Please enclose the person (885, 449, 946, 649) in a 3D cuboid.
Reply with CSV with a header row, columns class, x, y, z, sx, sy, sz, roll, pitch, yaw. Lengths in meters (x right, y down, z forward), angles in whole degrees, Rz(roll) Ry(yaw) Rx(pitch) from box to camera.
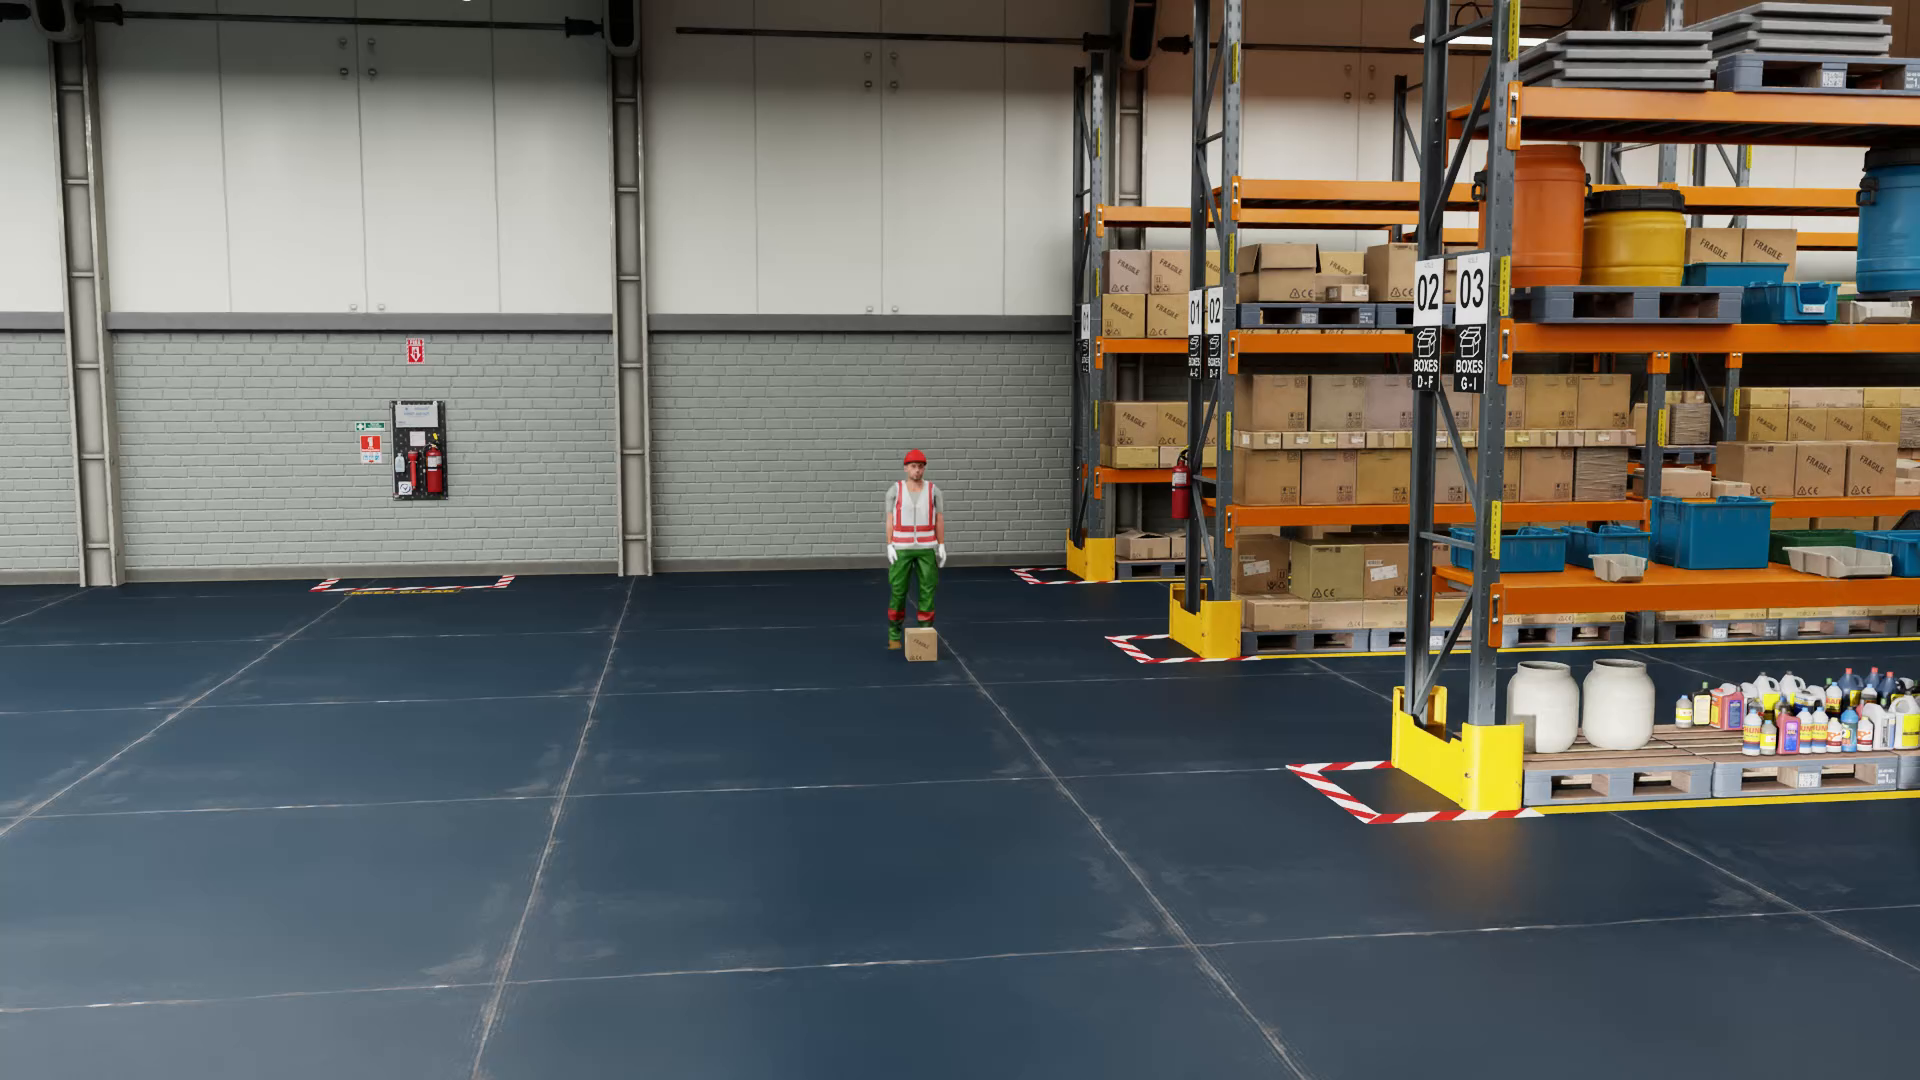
class,x,y,z,sx,sy,sz,roll,pitch,yaw
person,-0.392,0.115,14.812,0.535,1.845,0.403,-1,6,-8
